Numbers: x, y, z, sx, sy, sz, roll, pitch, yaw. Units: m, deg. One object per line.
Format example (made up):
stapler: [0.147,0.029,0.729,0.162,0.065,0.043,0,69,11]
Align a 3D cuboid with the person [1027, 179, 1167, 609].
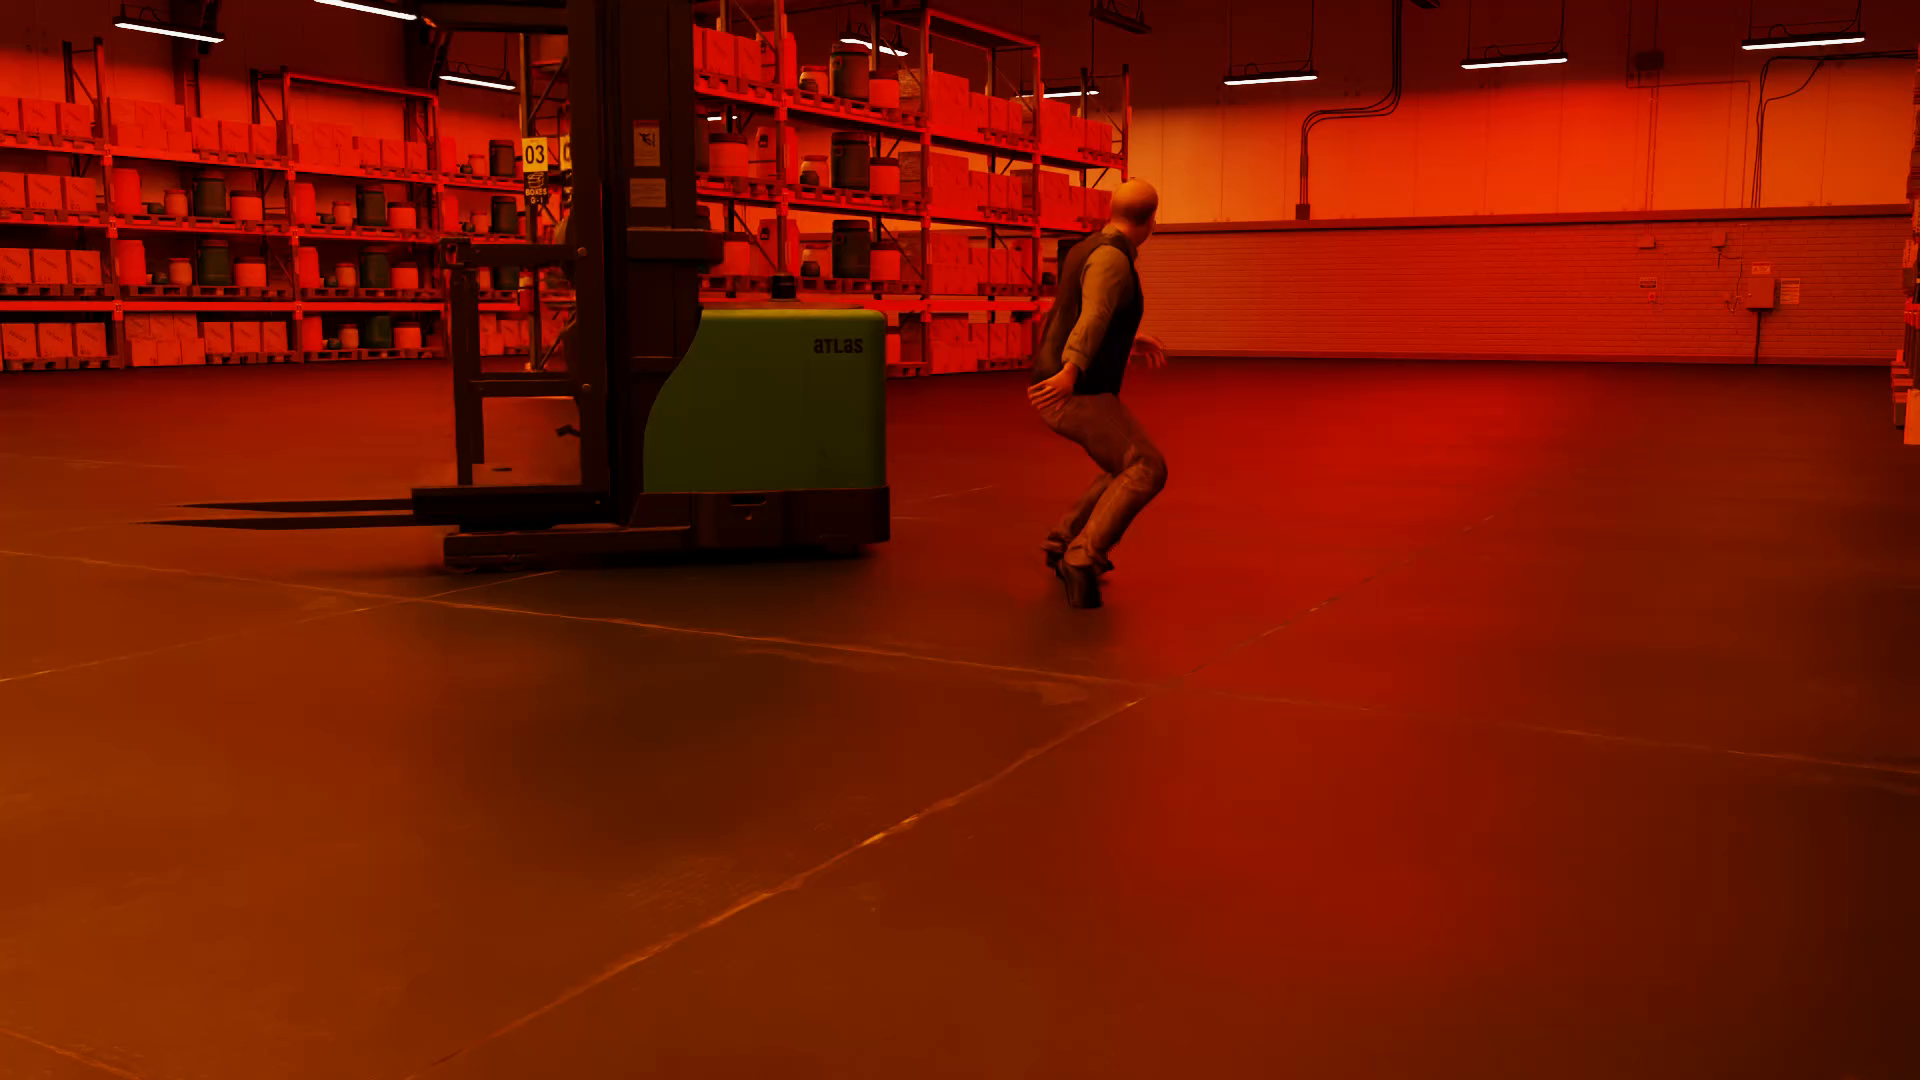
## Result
person: [0.530,-0.526,6.259,0.536,1.638,0.989,0,8,3]

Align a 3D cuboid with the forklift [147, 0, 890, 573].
forklift: [-1.881,-1.395,7.199,3.031,2.935,1.130,-2,8,-13]
